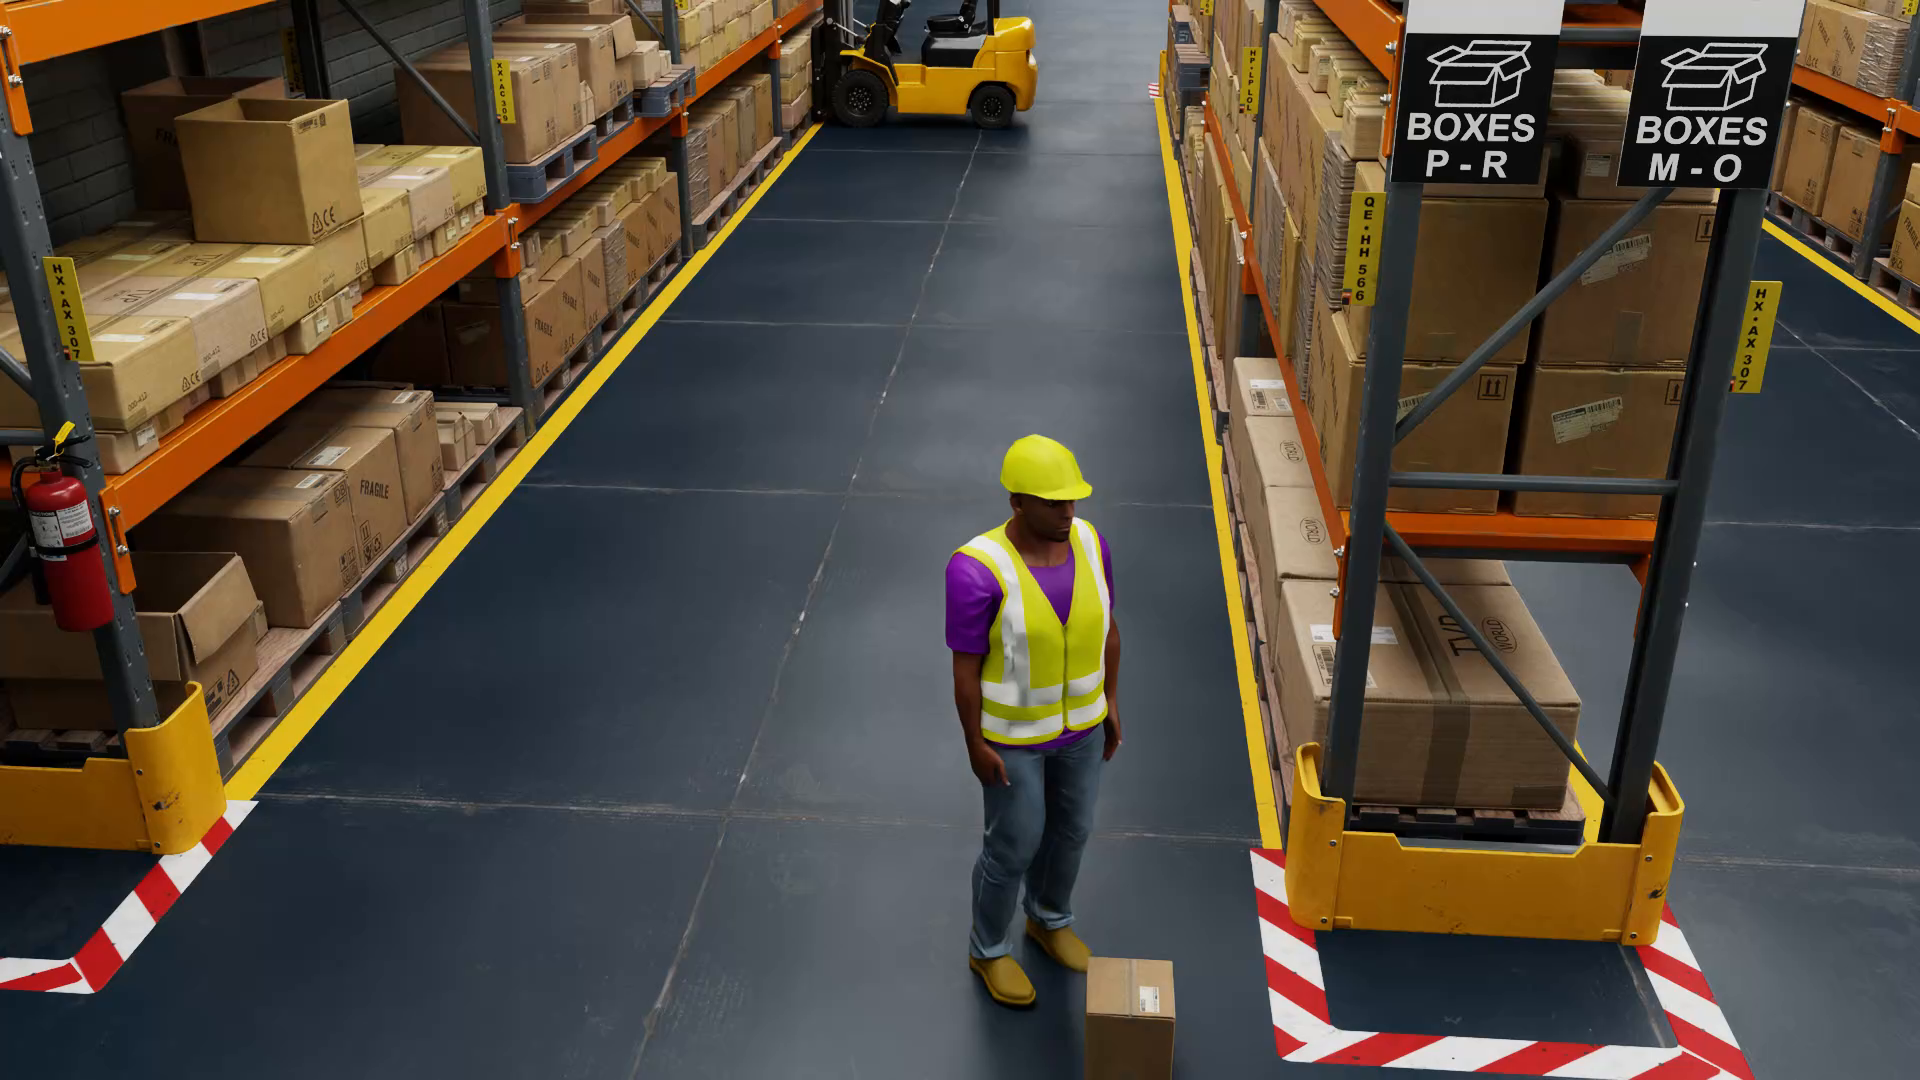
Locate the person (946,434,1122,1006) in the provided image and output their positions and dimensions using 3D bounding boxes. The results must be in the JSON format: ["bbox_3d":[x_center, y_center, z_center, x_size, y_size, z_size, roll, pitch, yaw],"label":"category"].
[{"bbox_3d":[0.239,0.543,4.909,0.567,1.780,0.376,-14,28,-28],"label":"person"}]
